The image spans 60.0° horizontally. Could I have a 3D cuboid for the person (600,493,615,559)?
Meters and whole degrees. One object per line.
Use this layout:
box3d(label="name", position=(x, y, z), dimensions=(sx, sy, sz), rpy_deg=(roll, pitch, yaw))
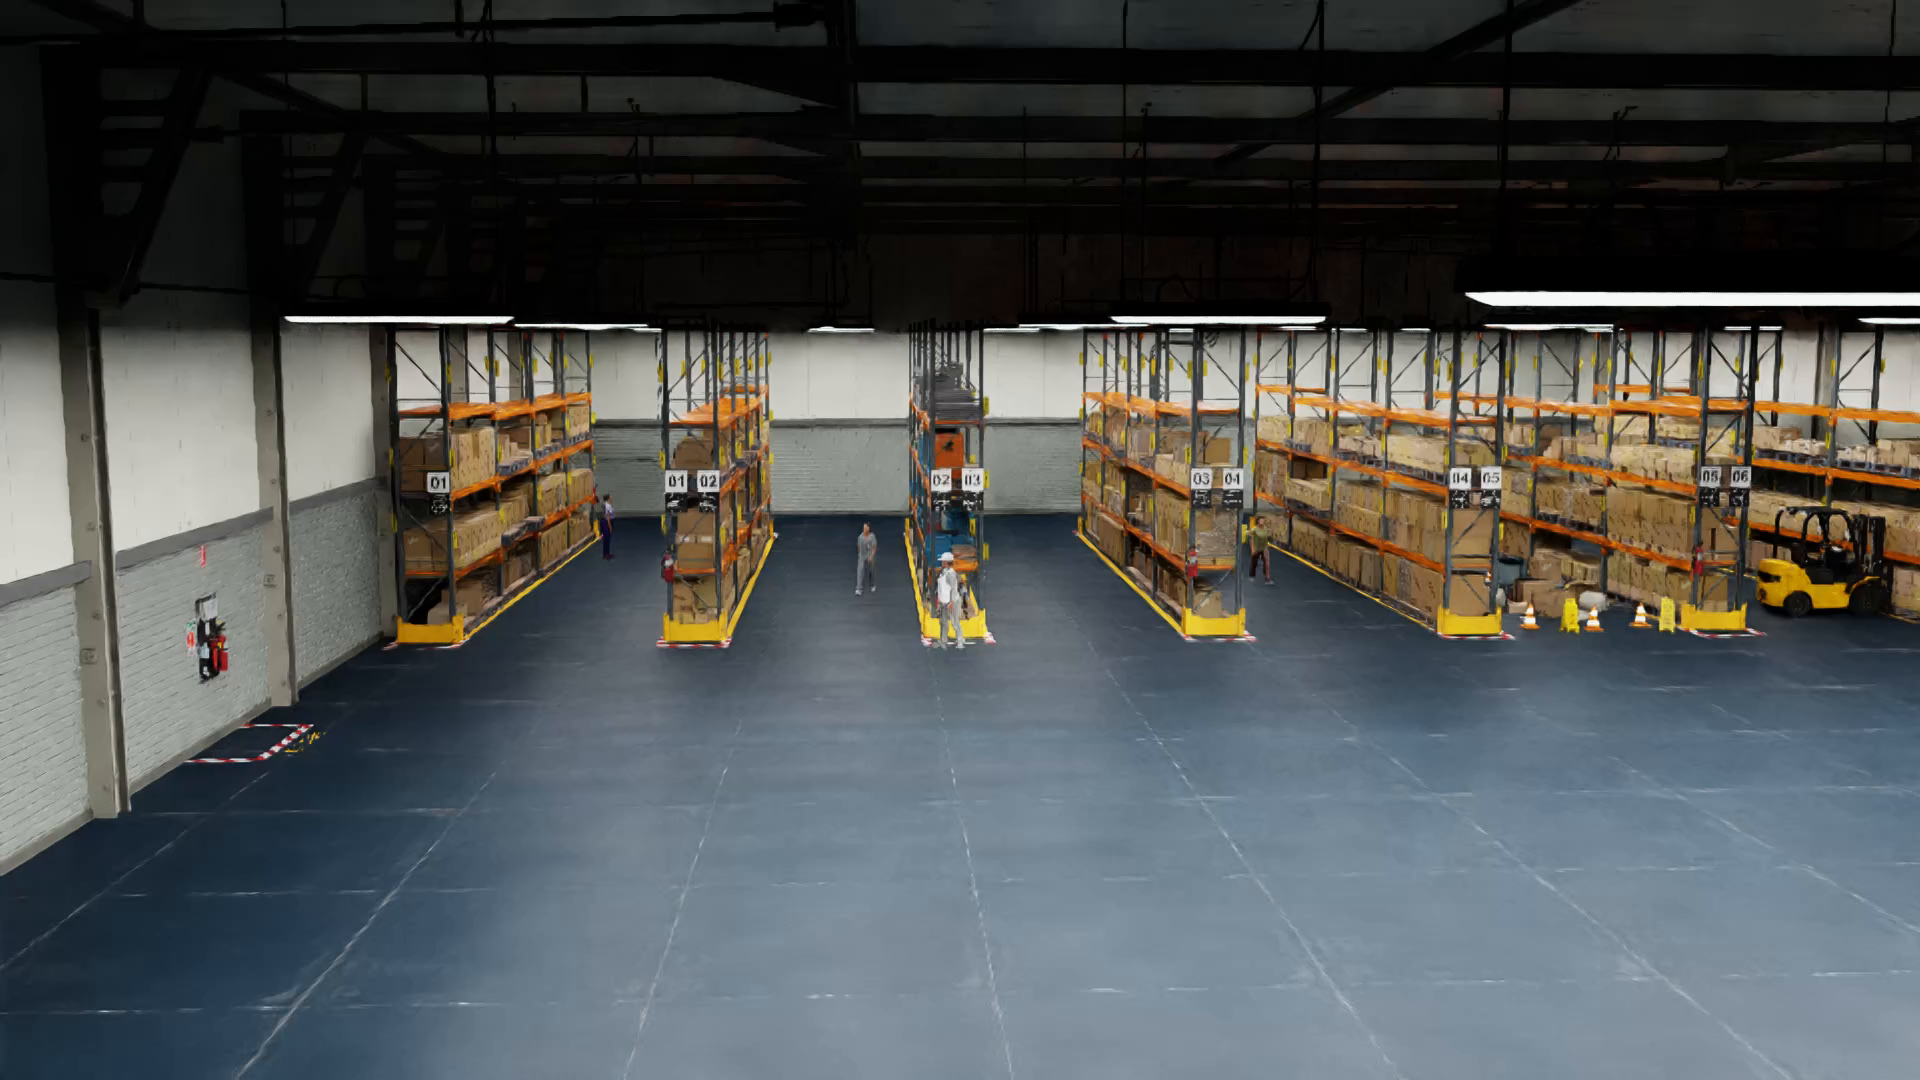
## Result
box3d(label="person", position=(-9.042, -0.369, 42.697), dimensions=(0.357, 1.648, 0.567), rpy_deg=(-2, 7, -19))

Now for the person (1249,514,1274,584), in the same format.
box3d(label="person", position=(6.888, 0.197, 38.210), dimensions=(0.451, 1.586, 1.099), rpy_deg=(-1, 7, -5))

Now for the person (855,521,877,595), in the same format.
box3d(label="person", position=(-2.052, 0.382, 36.711), dimensions=(0.445, 1.603, 1.019), rpy_deg=(1, 7, 6))

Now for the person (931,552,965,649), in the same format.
box3d(label="person", position=(-0.202, 1.104, 30.352), dimensions=(0.539, 1.773, 0.619), rpy_deg=(-3, 8, -20))
